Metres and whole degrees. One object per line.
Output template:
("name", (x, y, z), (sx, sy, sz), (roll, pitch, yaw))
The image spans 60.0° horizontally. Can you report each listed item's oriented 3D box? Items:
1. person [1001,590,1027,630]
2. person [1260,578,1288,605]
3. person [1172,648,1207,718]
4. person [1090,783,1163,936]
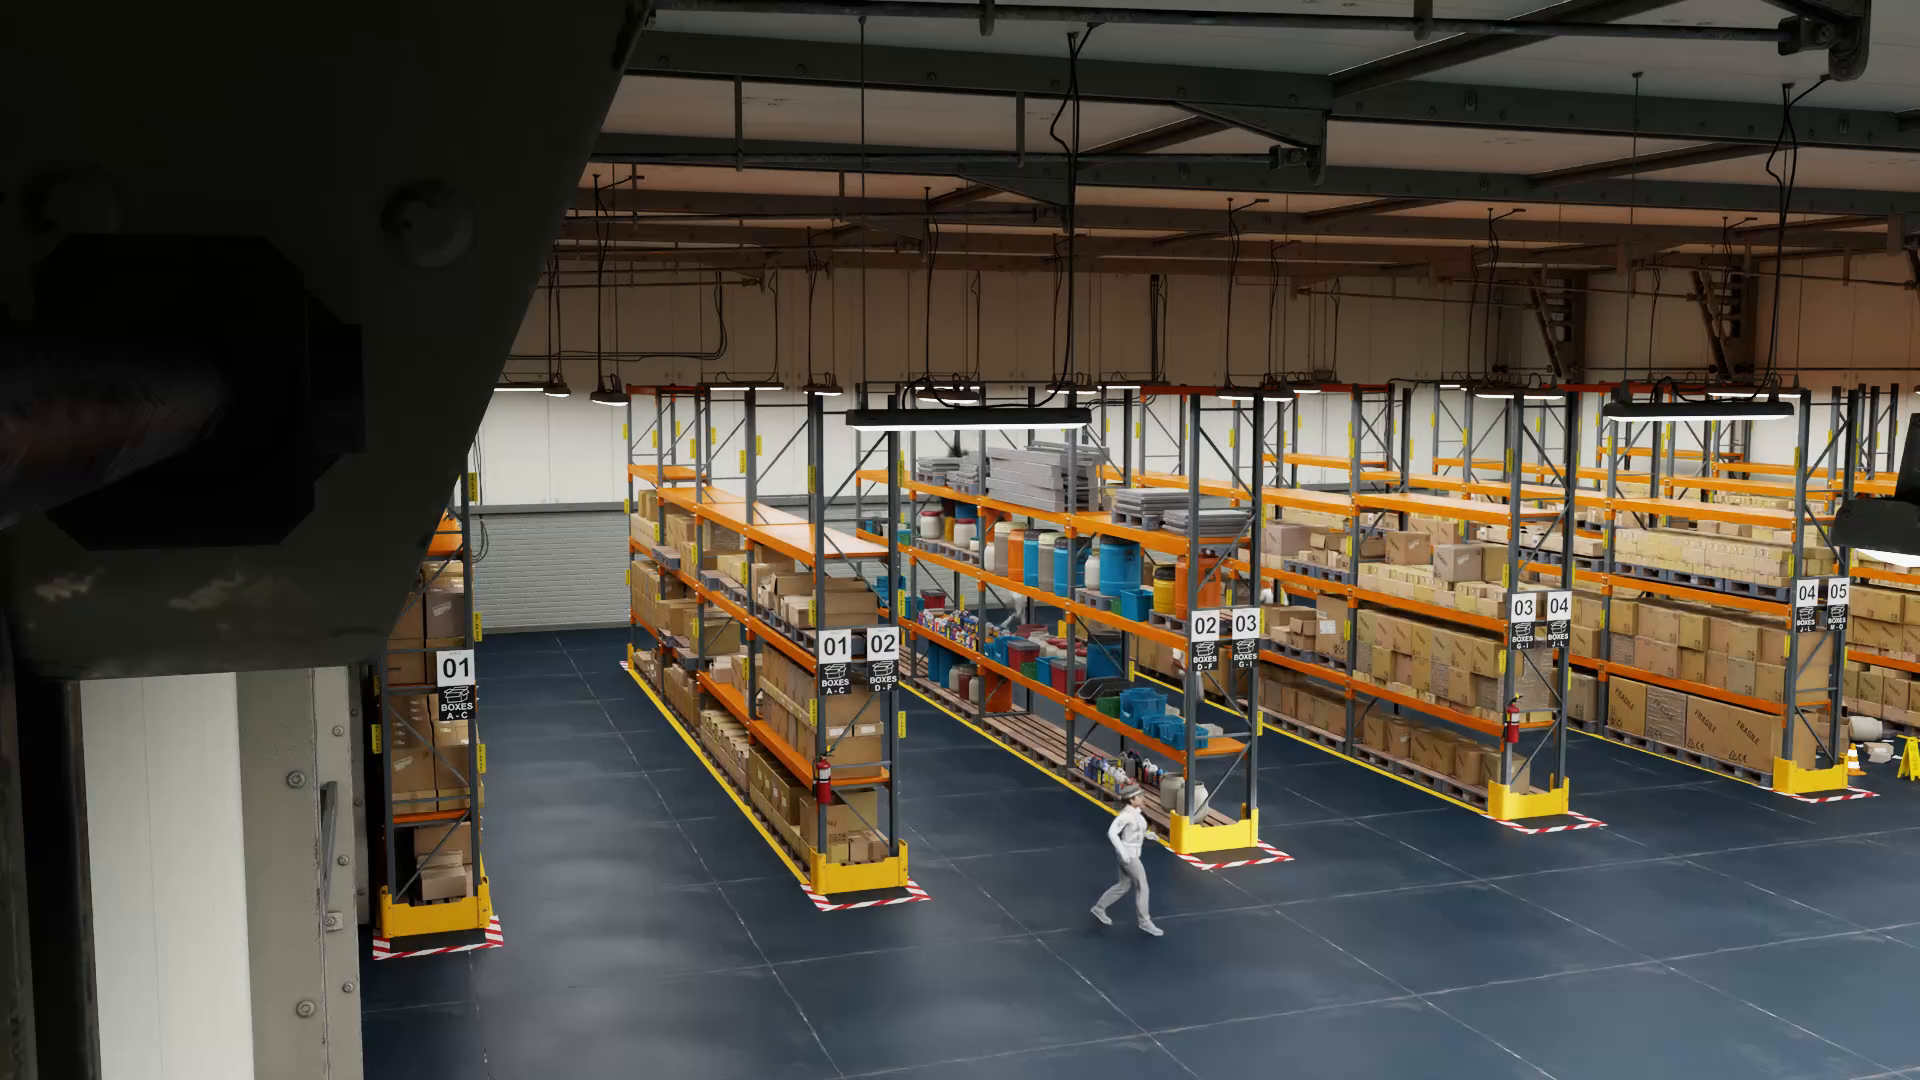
("person", (1.374, 1.394, 39.503), (0.871, 1.674, 0.619), (-2, 6, -15))
("person", (6.900, 1.691, 36.659), (0.707, 1.754, 0.671), (-1, 6, -7))
("person", (4.149, 2.402, 29.711), (0.731, 1.715, 0.597), (-2, 6, -16))
("person", (1.878, 3.563, 18.674), (0.828, 1.716, 0.613), (1, 6, 8))
